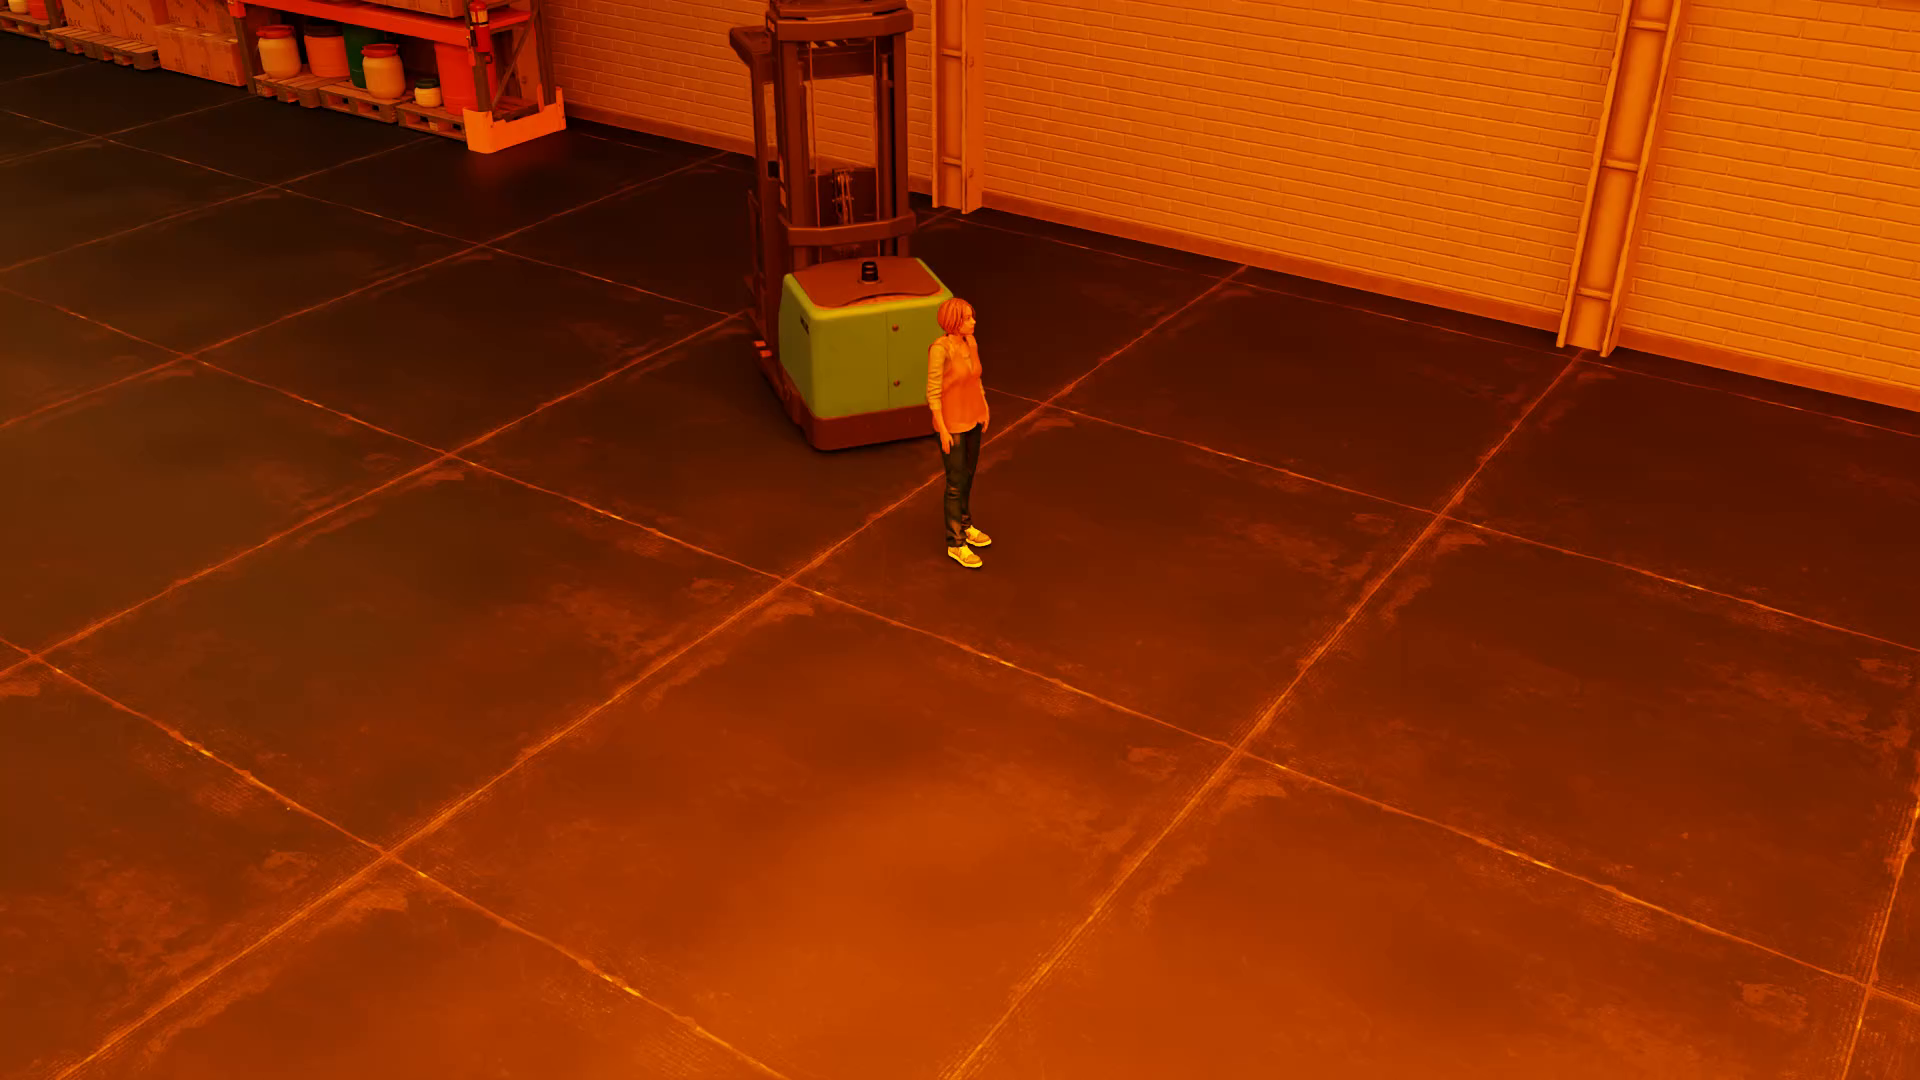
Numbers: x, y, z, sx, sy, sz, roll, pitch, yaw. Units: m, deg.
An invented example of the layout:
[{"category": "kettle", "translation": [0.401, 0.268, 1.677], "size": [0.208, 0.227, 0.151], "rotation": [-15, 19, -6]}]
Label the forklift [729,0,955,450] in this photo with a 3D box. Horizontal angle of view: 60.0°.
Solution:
[{"category": "forklift", "translation": [-0.984, -2.609, 12.074], "size": [1.130, 2.935, 3.031], "rotation": [-10, 32, -17]}]

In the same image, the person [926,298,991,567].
[{"category": "person", "translation": [0.055, -0.669, 10.050], "size": [0.472, 1.597, 0.520], "rotation": [19, 35, 29]}]
